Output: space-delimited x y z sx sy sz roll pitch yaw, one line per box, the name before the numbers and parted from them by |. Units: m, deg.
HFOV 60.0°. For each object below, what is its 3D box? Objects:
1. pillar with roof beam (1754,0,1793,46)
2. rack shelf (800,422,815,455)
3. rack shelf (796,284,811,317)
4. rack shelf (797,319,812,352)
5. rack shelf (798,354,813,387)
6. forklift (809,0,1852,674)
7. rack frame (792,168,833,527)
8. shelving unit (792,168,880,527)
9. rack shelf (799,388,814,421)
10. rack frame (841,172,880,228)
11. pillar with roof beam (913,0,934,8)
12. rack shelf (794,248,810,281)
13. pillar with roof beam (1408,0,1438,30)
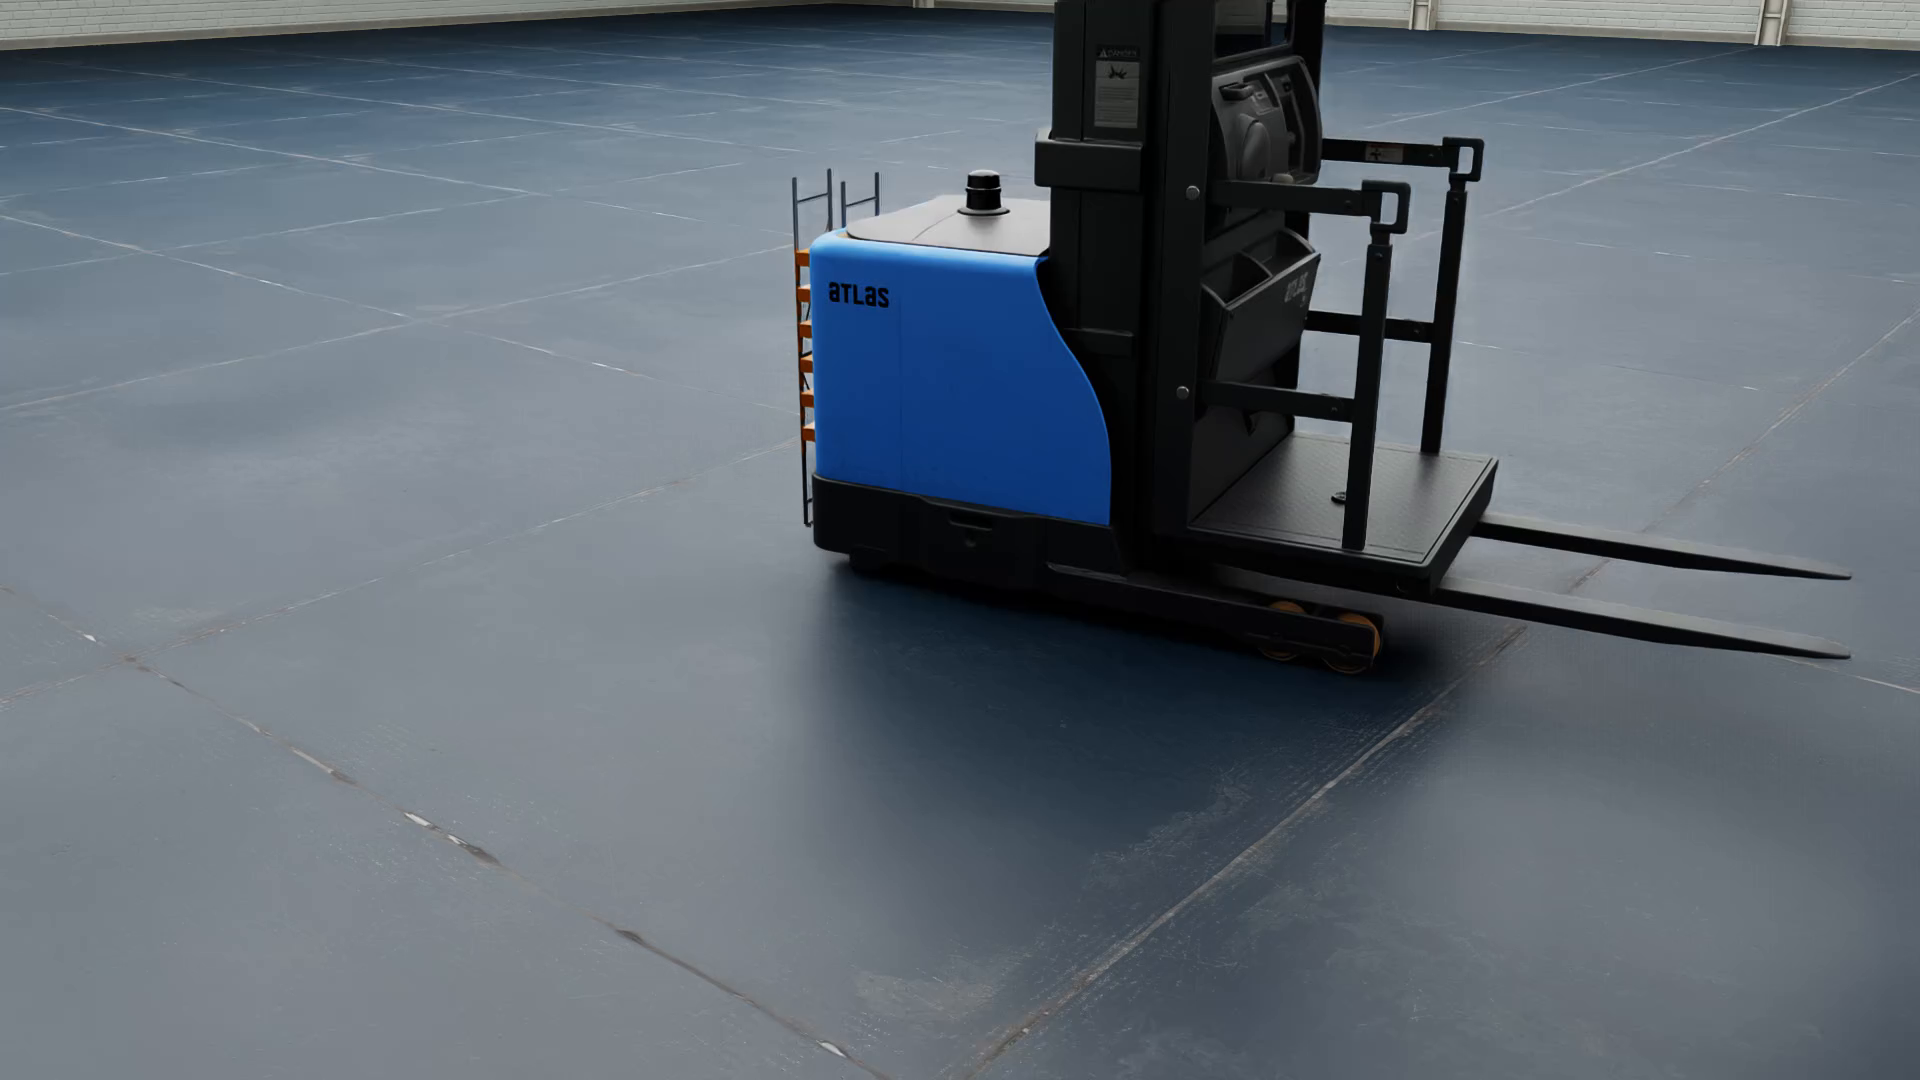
pillar with roof beam | 10.405 -11.064 22.254 0.400 9.000 9.100 16 26 36
rack shelf | -0.406 -0.366 5.743 0.180 0.103 0.258 10 23 25
rack shelf | -0.406 -0.815 5.574 0.180 0.103 0.258 10 23 25
rack shelf | -0.406 -0.702 5.616 0.180 0.103 0.258 10 23 25
rack shelf | -0.406 -0.590 5.658 0.180 0.103 0.258 10 23 25
forklift | 1.071 -1.209 4.721 3.031 2.935 1.130 10 23 25
rack frame | -0.487 -0.646 5.681 0.006 1.200 0.240 10 23 25
shelving unit | -0.406 -0.632 5.643 0.189 1.200 0.258 10 23 25
rack shelf | -0.406 -0.478 5.701 0.180 0.103 0.258 10 23 25
rack frame | -0.324 -0.617 5.604 0.006 1.200 0.240 10 23 25
pillar with roof beam | -3.540 -15.080 32.904 0.400 9.000 9.100 16 26 36
rack shelf | -0.406 -0.927 5.531 0.180 0.103 0.258 10 23 25
pillar with roof beam | 5.757 -12.403 25.804 0.400 9.000 9.100 16 26 36
